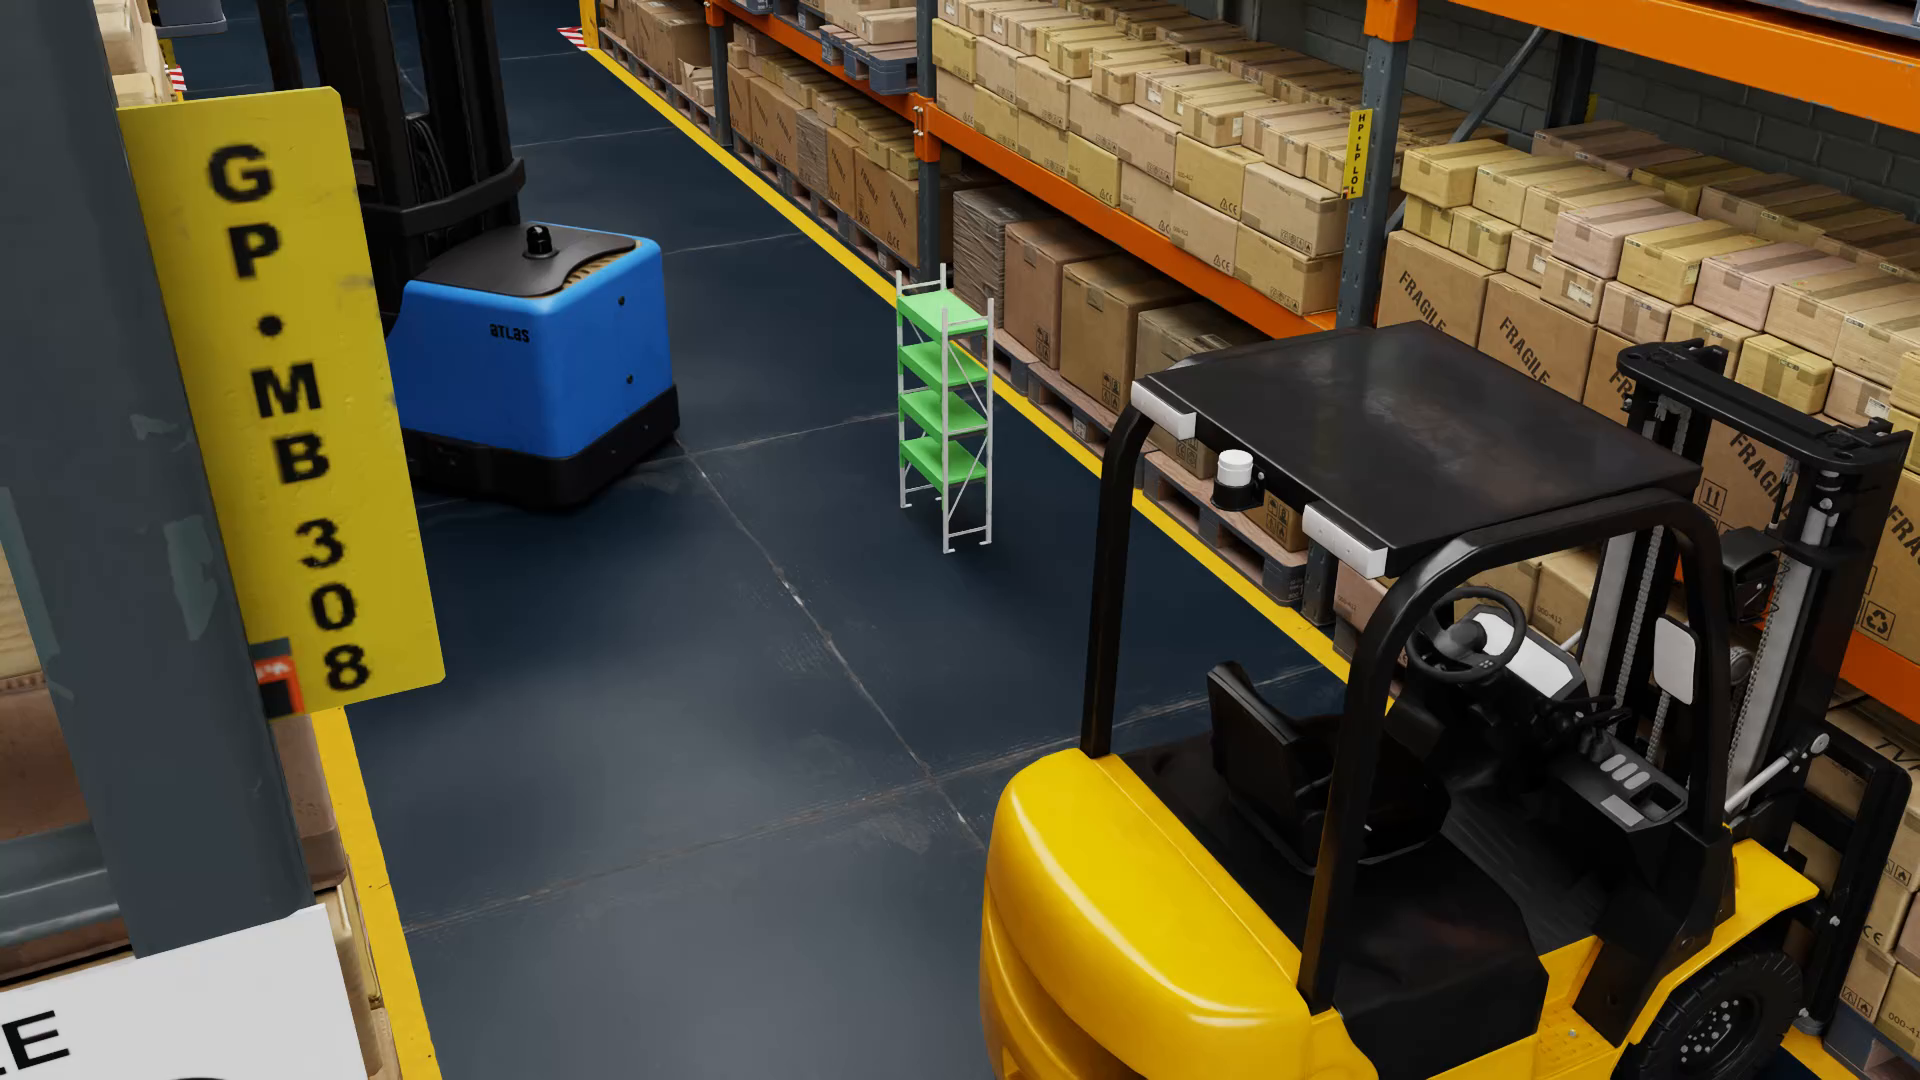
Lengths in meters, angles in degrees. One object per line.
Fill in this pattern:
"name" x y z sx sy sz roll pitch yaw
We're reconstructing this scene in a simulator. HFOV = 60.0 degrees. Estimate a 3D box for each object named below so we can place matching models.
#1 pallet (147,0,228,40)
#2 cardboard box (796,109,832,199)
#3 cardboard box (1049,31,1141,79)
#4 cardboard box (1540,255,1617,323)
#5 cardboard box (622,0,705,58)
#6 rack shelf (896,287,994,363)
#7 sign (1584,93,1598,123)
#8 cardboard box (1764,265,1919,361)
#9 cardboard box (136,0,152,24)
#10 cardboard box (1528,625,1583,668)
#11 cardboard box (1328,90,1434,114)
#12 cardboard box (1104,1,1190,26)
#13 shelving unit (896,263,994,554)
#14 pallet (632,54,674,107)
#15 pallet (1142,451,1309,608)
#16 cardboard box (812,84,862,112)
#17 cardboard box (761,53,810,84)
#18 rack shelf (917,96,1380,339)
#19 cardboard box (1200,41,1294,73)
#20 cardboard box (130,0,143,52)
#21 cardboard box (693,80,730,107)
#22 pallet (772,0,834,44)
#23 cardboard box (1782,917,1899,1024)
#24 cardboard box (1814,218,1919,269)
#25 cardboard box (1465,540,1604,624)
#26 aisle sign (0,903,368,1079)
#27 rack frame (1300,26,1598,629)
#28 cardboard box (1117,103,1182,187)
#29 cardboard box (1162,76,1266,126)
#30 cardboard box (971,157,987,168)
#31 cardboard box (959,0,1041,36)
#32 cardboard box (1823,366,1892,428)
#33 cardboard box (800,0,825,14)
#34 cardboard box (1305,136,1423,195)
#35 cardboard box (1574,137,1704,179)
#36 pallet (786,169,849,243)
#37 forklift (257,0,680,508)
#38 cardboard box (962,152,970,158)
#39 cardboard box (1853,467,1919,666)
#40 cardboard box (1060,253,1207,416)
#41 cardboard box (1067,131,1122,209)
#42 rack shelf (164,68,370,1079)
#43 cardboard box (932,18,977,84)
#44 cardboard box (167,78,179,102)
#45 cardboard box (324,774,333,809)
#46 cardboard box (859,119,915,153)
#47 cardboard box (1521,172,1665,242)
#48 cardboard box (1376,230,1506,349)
"pallet" -2.705 -1.540 4.554 1.213 0.211 1.003 -13 32 -22
"cardboard box" -0.820 -2.743 11.701 0.500 0.500 0.500 -14 32 -24
"cardboard box" 0.662 -2.385 8.171 0.380 0.149 0.250 -12 32 -21
"cardboard box" 2.133 -0.845 5.424 0.380 0.149 0.250 -12 32 -21
"cardboard box" -2.698 -4.780 15.334 0.700 0.500 0.500 -12 31 -20
"rack shelf" -0.071 -0.959 7.383 0.258 0.148 0.480 -13 32 -22
"sign" 2.446 -1.591 6.555 0.100 0.325 0.005 -13 32 -22
"cardboard box" 2.562 -0.656 4.784 0.380 0.149 0.250 -13 32 -22
"cardboard box" -1.886 -1.029 3.301 0.500 0.250 0.500 -14 32 -23
"cardboard box" 2.297 0.461 5.732 0.500 0.250 0.500 -13 32 -22
"cardboard box" 1.814 -1.829 7.179 0.380 0.149 0.250 -13 32 -22
"cardboard box" 0.988 -2.741 8.806 0.380 0.149 0.250 -14 32 -23
"shelving unit" -0.071 -0.596 7.587 0.258 1.200 0.503 -13 32 -22
"pallet" -2.311 -4.223 15.065 1.003 0.211 1.213 -13 32 -22
"pallet" 1.593 -0.163 7.825 1.003 0.211 1.213 -13 32 -22
"cardboard box" -0.816 -3.081 11.640 0.380 0.149 0.250 -13 32 -22
"cardboard box" -1.266 -3.540 12.460 0.380 0.149 0.250 -15 33 -25
"rack shelf" 1.086 -1.632 8.329 1.077 0.370 4.000 -13 32 -22
"cardboard box" 1.375 -2.272 7.970 0.380 0.149 0.250 -13 32 -22
"cardboard box" -1.451 -0.806 2.495 0.380 0.149 0.250 -13 32 -21
"cardboard box" -1.994 -3.720 13.803 0.380 0.149 0.250 -14 32 -23
"pallet" -0.611 -3.603 11.305 1.003 0.211 1.213 -13 32 -22
"cardboard box" 2.764 1.135 5.040 0.500 0.250 0.500 -13 32 -21
"cardboard box" 2.876 -0.868 5.162 0.380 0.149 0.250 -13 32 -23
"cardboard box" 2.080 0.026 5.997 0.500 0.250 0.500 -13 32 -22
"aisle sign" -0.513 0.577 0.996 0.394 0.787 0.004 -13 32 -22
"rack frame" 1.945 -1.062 6.577 1.000 3.000 0.127 -13 32 -22
"cardboard box" 1.062 -1.831 7.590 0.500 0.250 0.500 -12 32 -21
"cardboard box" 1.125 -1.939 7.376 0.380 0.149 0.250 -14 32 -23
"cardboard box" 0.285 -2.501 10.606 0.380 0.149 0.250 -11 31 -19
"cardboard box" 0.214 -2.835 8.974 0.380 0.149 0.250 -12 32 -21
"cardboard box" 2.662 -0.407 4.643 0.380 0.149 0.250 -13 32 -22
"cardboard box" -0.640 -3.739 10.817 0.797 0.503 0.637 -14 32 -23
"cardboard box" 1.598 -1.493 6.580 0.380 0.149 0.250 -12 31 -20
"cardboard box" 2.425 -1.321 5.970 0.380 0.149 0.250 -14 32 -23
"pallet" -0.578 -2.489 11.972 1.003 0.211 1.213 -13 32 -22
"forklift" -3.026 -1.890 8.124 3.031 2.935 1.130 12 31 20
"cardboard box" 0.107 -2.388 11.068 0.500 0.500 0.500 -13 32 -22
"cardboard box" 2.779 0.042 4.507 0.500 0.500 0.500 -14 32 -23
"cardboard box" 1.060 -1.114 8.668 0.875 0.625 0.625 -14 32 -24
"cardboard box" 0.858 -1.837 8.113 0.500 0.250 0.500 -12 31 -20
"rack shelf" -1.678 -0.129 2.582 1.077 0.370 4.000 -13 32 -22
"cardboard box" 0.175 -2.729 9.192 0.500 0.250 0.500 -13 32 -22
"cardboard box" -3.358 -1.550 6.612 0.500 0.500 0.500 -15 33 -25
"cardboard box" -2.040 0.876 4.736 0.500 0.500 0.500 -14 32 -23
"cardboard box" -0.431 -2.609 10.800 0.380 0.149 0.250 -14 32 -24
"cardboard box" 2.125 -1.108 5.589 0.380 0.149 0.250 -14 32 -23
"cardboard box" 1.900 -0.855 6.105 0.500 0.500 0.500 -14 32 -23
